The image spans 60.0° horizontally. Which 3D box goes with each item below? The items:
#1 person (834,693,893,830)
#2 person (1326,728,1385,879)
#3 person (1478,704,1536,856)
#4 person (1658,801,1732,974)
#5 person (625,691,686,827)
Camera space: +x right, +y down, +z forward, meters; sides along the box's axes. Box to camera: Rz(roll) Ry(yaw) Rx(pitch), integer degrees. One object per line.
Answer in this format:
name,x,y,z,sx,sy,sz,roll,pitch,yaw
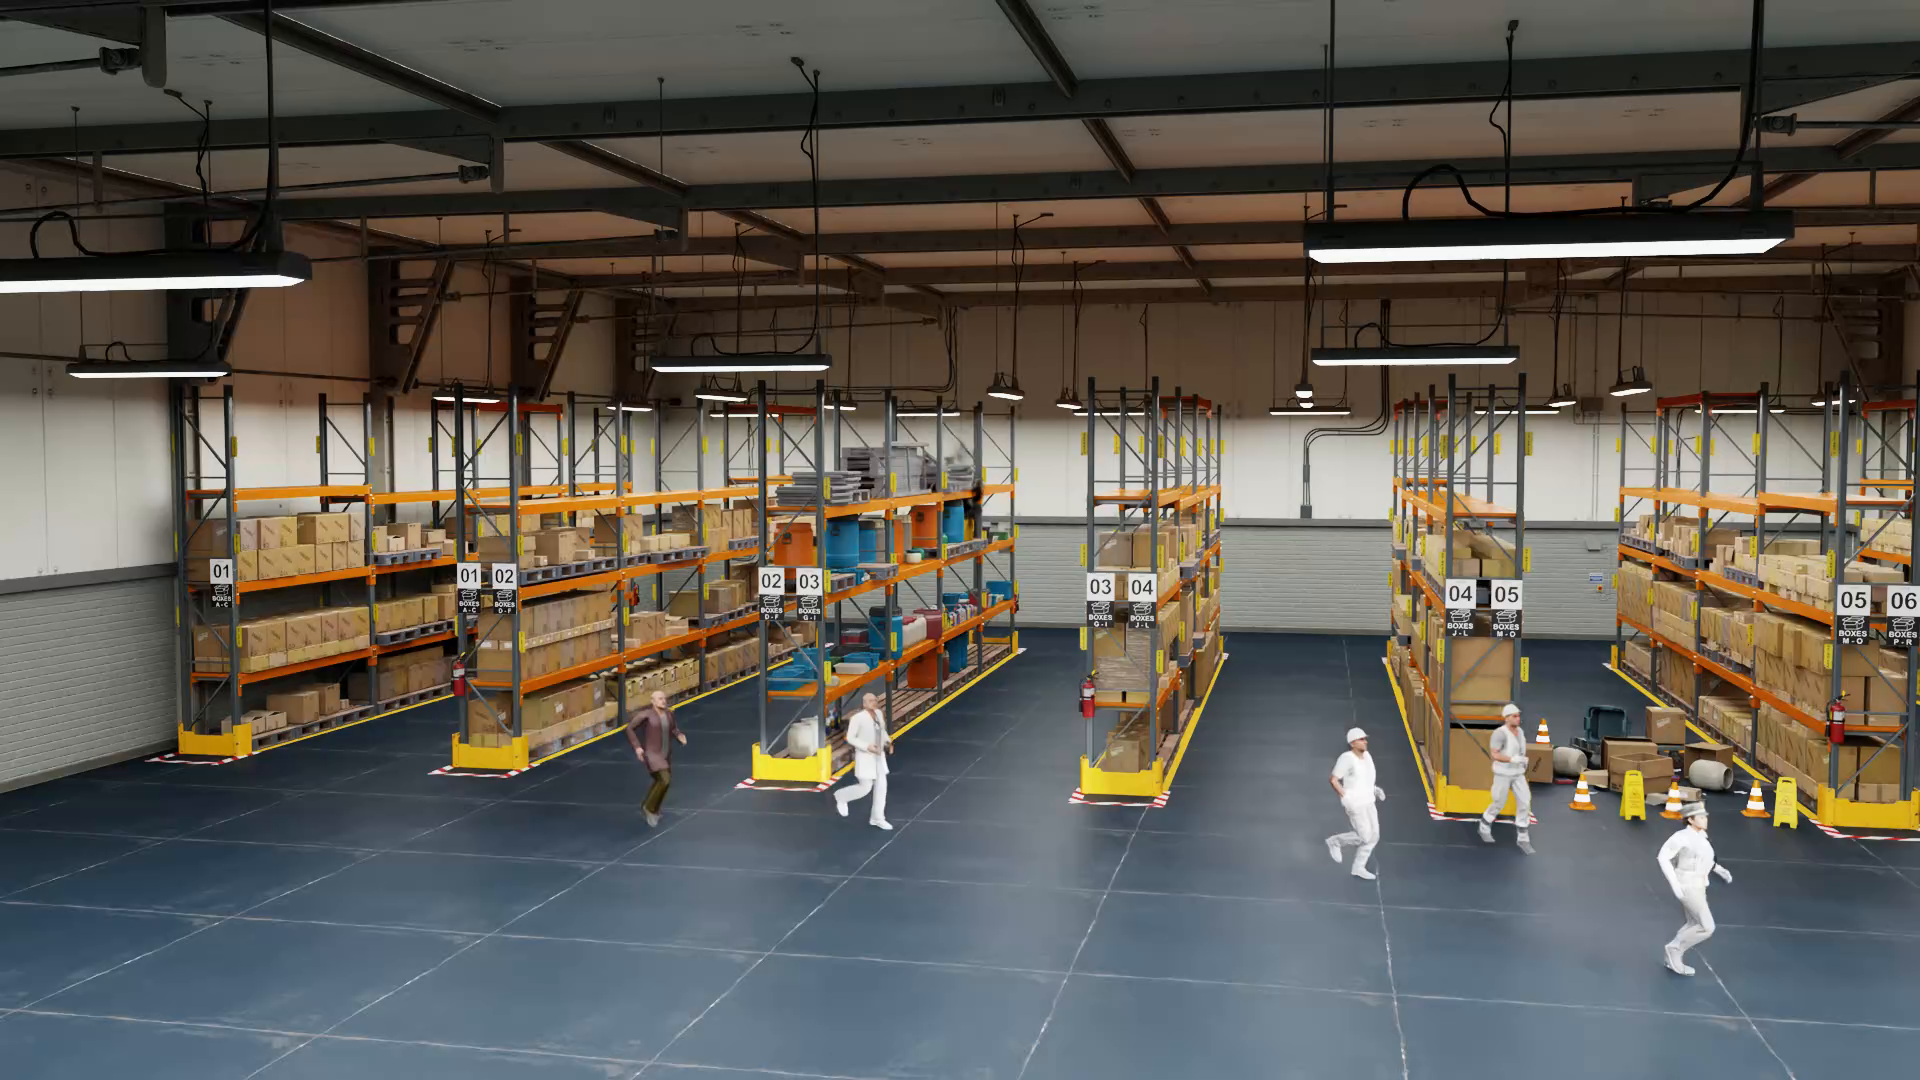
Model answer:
person,-1.230,2.899,22.022,0.921,1.776,0.719,3,4,44
person,4.607,3.056,19.404,0.690,1.739,0.599,-3,4,-43
person,6.801,2.945,20.639,0.677,1.842,0.807,-2,4,-27
person,6.959,3.288,15.704,0.623,1.657,0.560,-3,4,-45
person,-3.985,2.896,22.051,0.766,1.804,0.706,2,4,33
